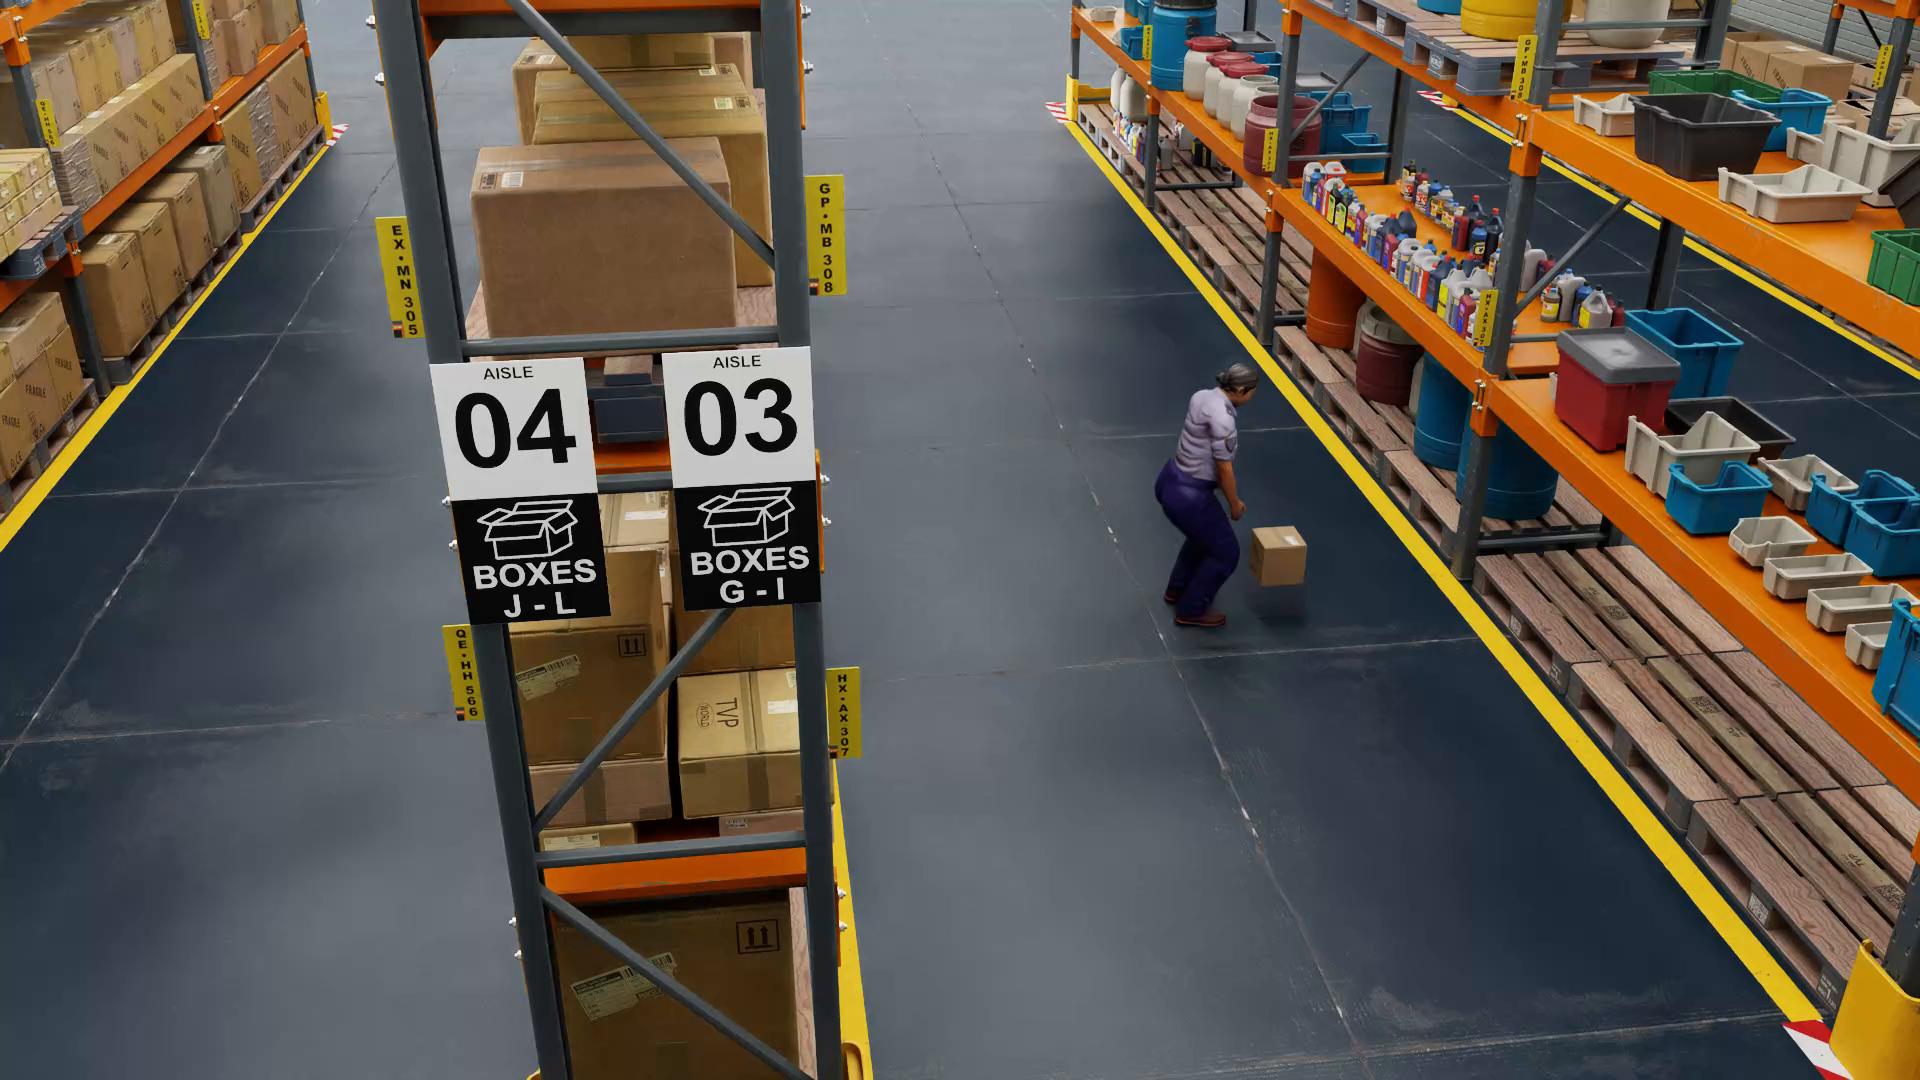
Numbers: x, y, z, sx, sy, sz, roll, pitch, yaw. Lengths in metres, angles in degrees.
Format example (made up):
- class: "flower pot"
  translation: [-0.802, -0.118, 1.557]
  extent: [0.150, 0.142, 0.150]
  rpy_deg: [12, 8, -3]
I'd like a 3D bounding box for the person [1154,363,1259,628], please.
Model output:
- class: "person"
  translation: [1.361, -0.269, 9.320]
  extent: [0.529, 1.510, 0.522]
  rpy_deg: [-3, 27, -6]
